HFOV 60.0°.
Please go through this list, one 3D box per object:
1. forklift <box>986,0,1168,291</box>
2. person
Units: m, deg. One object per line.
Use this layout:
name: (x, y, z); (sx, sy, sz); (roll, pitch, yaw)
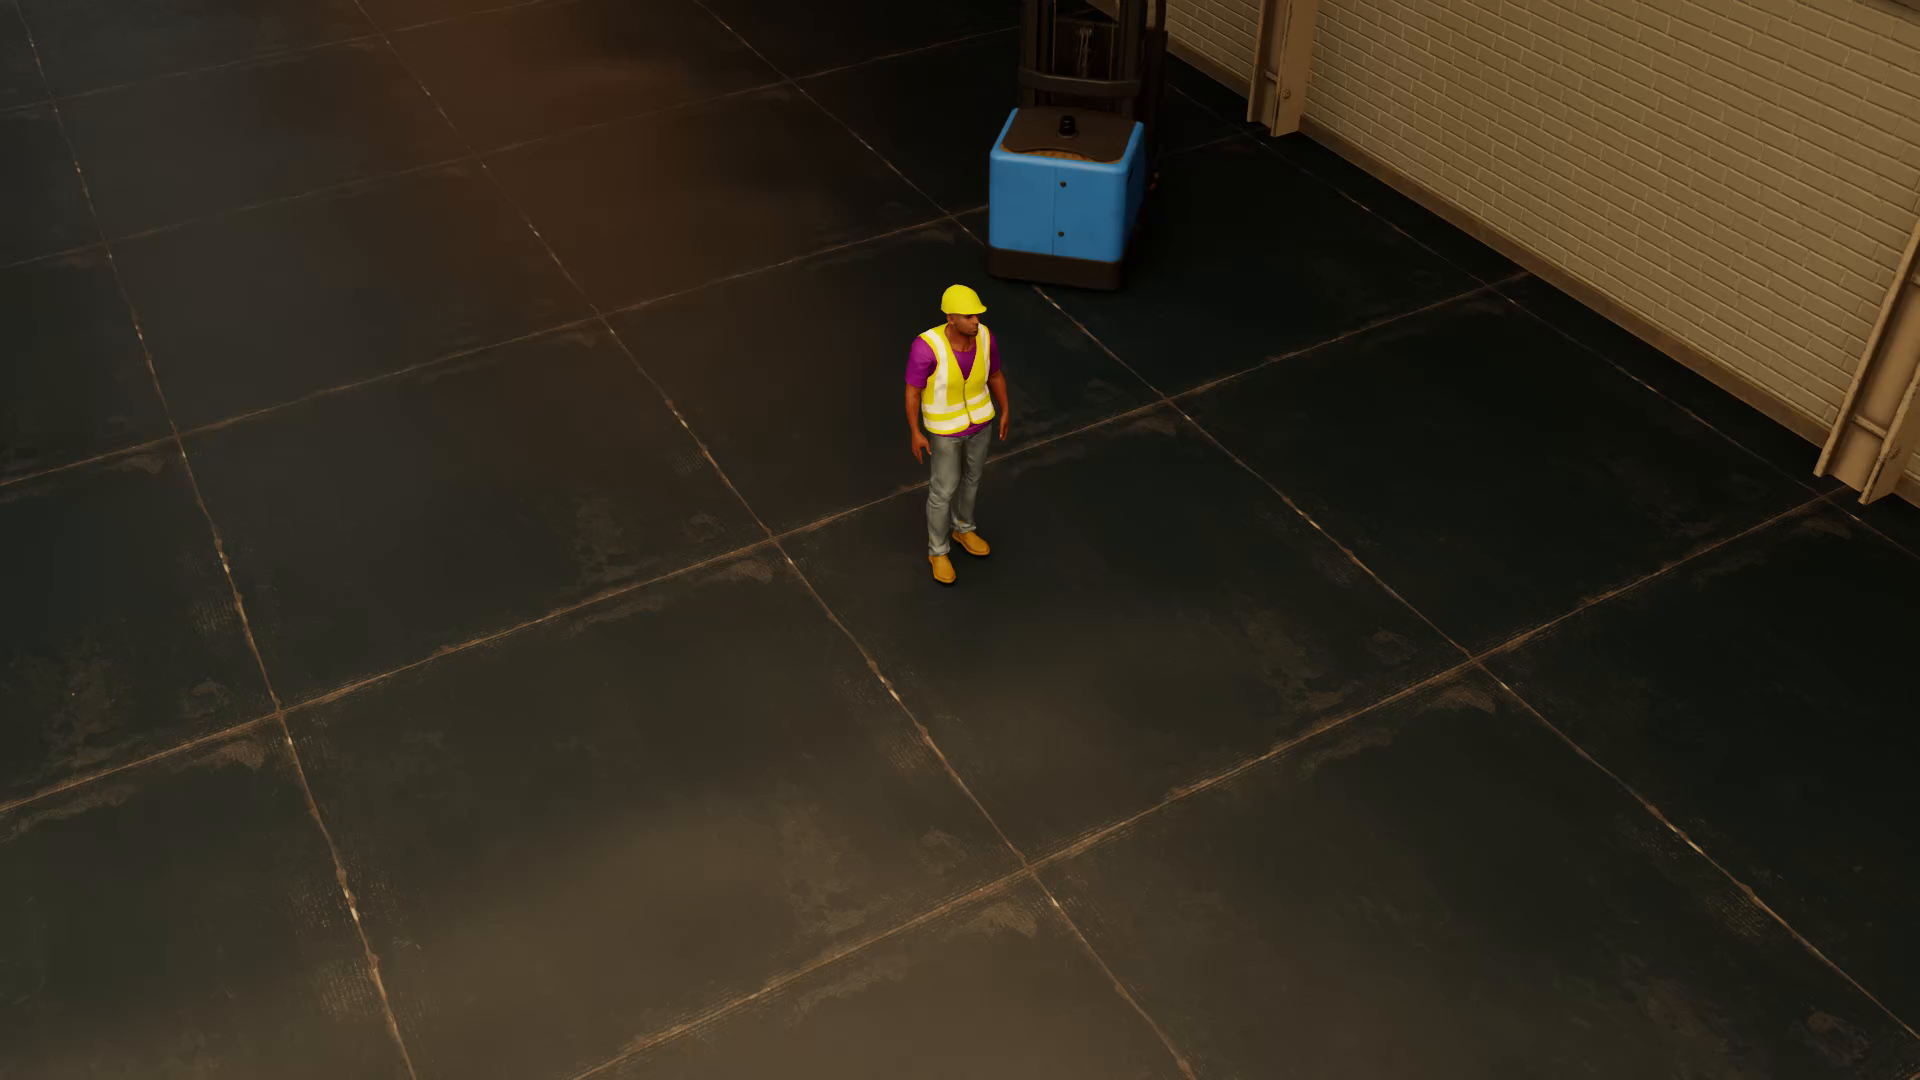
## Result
forklift: (1.057, -3.945, 12.793); (1.130, 2.935, 3.031); (9, 41, 11)
person: (0.029, -0.645, 9.715); (0.665, 1.765, 0.577); (-20, 44, -23)
